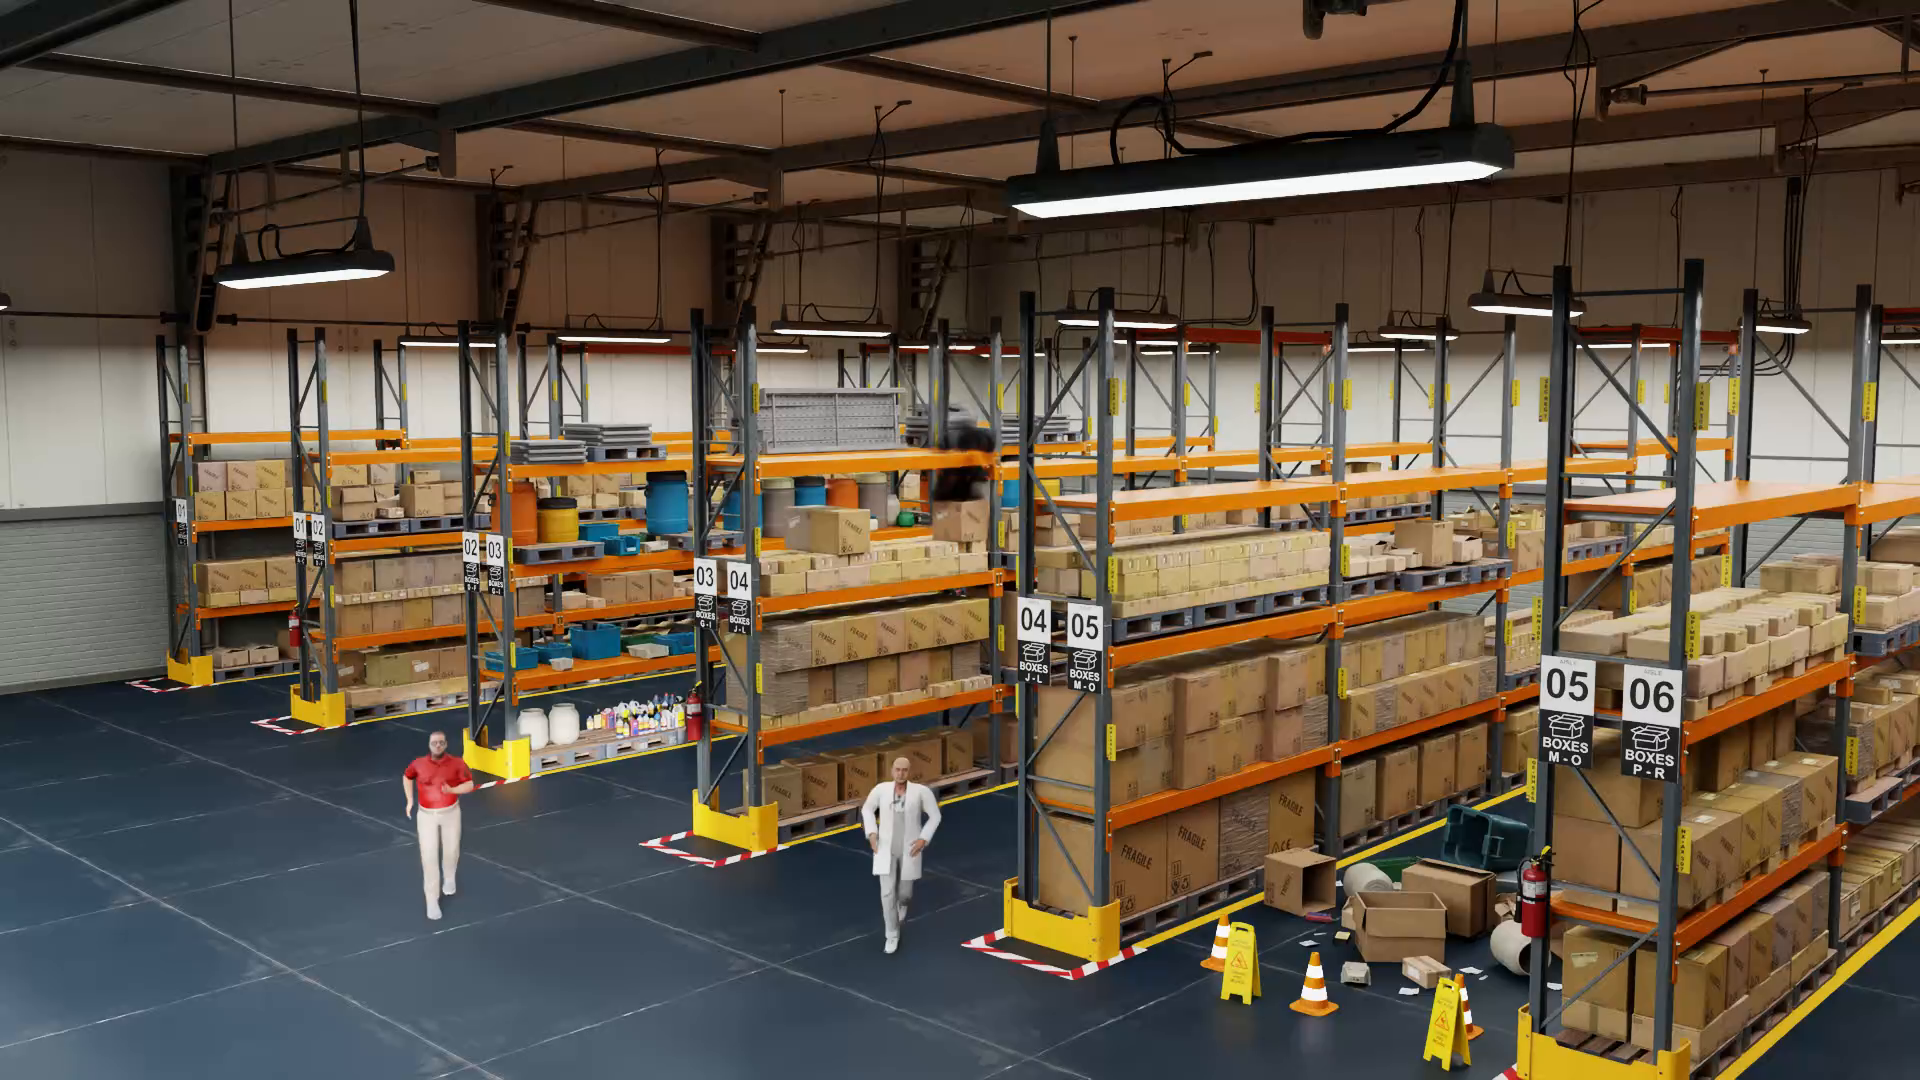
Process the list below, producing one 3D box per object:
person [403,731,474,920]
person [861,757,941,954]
[{"bbox_3d":[-5.125,2.749,16.380,0.654,1.740,0.939,-2,6,-20],"label":"person"},{"bbox_3d":[-0.546,2.872,15.449,0.748,1.765,0.824,0,5,3],"label":"person"}]
